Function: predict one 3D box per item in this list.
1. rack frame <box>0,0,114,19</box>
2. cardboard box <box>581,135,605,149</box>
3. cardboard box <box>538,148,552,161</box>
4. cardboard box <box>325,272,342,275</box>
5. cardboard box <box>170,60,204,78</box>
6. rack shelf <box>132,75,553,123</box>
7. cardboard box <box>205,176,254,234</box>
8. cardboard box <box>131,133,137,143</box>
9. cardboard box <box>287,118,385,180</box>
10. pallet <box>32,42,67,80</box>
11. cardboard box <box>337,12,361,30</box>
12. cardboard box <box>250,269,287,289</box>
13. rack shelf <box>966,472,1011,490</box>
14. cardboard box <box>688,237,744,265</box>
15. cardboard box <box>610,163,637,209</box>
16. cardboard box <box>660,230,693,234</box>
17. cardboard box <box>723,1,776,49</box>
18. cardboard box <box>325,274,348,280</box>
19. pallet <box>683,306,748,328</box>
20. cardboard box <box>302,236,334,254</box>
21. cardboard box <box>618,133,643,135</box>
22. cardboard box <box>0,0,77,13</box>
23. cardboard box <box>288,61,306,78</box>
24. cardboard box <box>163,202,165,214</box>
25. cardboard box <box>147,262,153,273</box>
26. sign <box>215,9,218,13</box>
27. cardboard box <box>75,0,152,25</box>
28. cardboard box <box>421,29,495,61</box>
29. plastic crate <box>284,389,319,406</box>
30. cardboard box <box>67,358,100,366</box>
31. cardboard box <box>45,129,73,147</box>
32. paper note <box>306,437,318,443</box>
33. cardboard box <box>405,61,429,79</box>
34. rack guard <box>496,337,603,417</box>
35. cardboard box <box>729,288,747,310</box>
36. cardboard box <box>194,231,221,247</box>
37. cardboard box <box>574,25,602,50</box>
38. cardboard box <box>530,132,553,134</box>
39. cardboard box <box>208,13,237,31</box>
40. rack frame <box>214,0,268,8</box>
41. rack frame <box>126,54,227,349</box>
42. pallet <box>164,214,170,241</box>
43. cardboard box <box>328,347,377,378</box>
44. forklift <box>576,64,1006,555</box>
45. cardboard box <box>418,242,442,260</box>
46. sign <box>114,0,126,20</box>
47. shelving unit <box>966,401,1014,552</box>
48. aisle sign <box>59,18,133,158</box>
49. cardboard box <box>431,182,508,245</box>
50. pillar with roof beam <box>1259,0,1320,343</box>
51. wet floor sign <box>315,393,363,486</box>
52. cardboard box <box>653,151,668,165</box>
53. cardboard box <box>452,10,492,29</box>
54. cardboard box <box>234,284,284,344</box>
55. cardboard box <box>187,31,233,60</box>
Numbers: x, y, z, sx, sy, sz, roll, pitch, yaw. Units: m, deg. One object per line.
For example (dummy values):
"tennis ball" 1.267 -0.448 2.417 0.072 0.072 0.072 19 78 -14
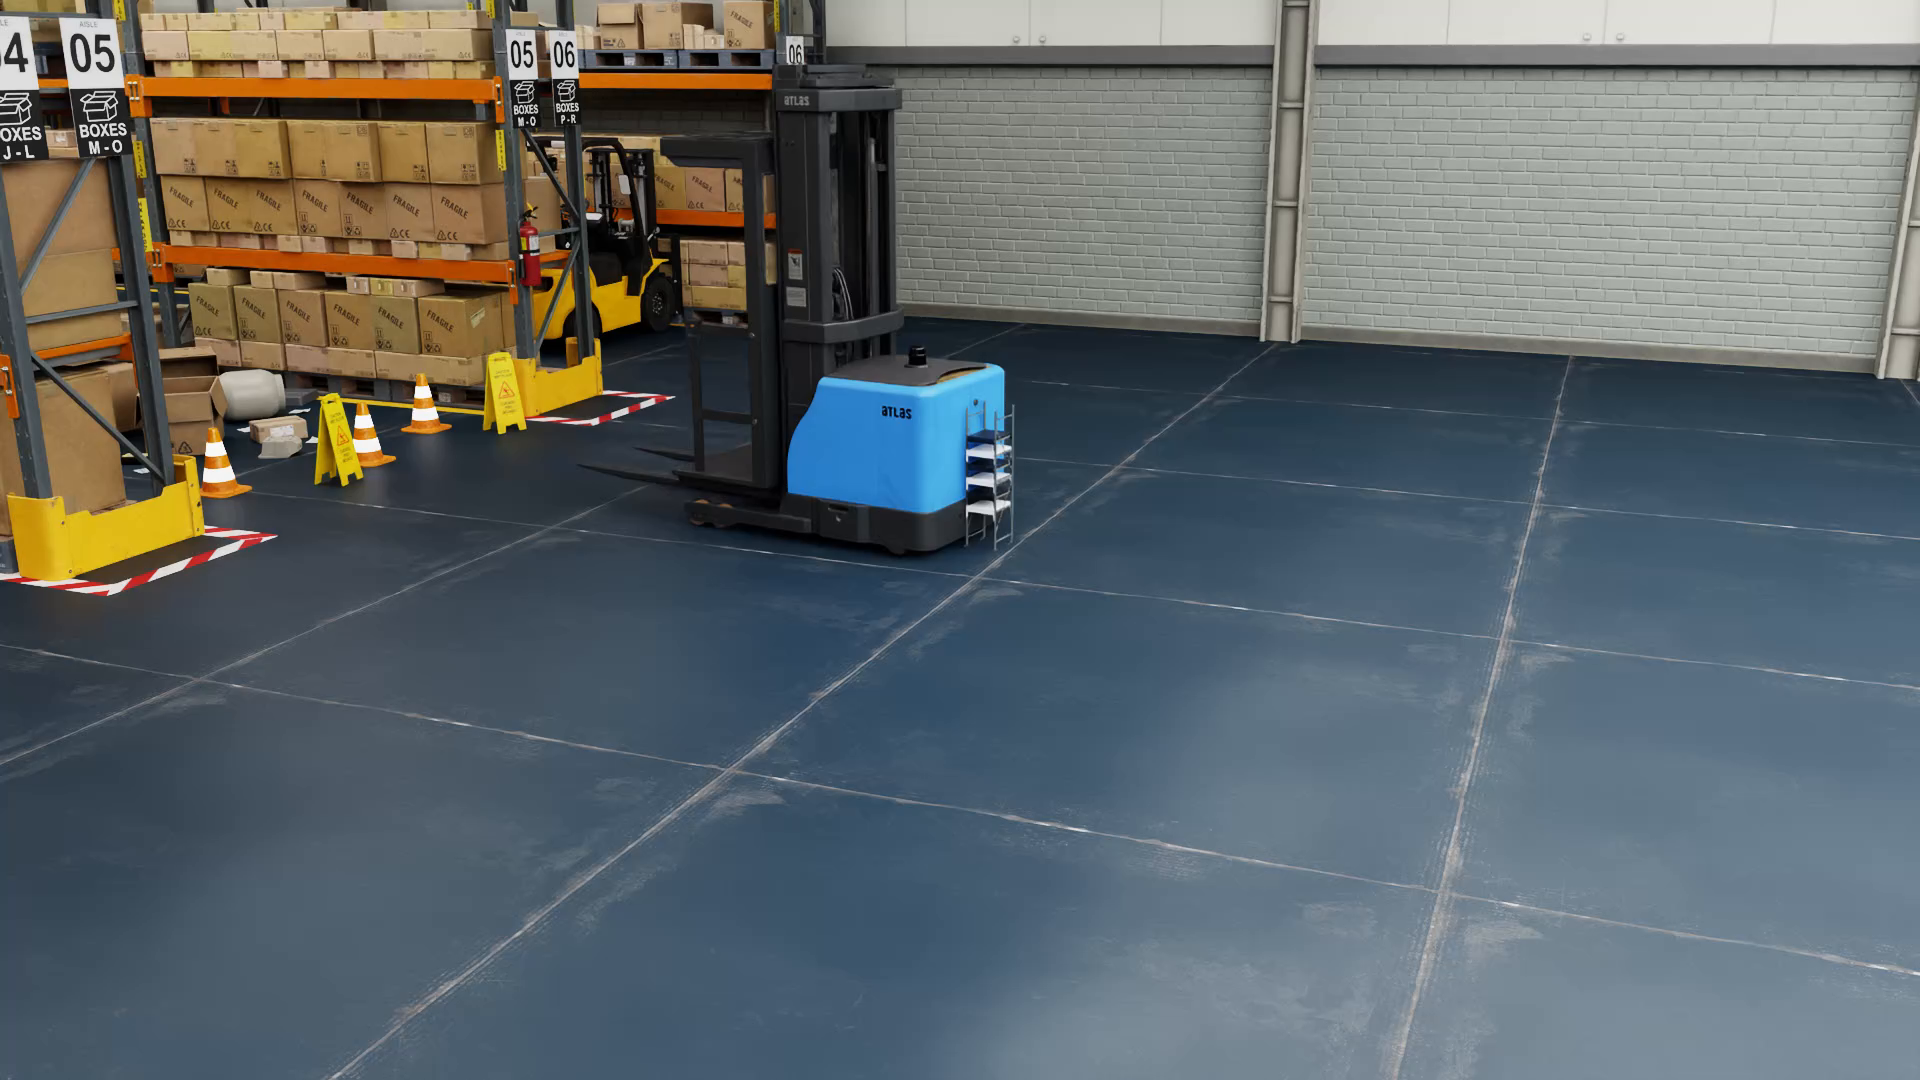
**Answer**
"rack frame" -5.293 -4.242 9.146 0.127 3.000 1.000 6 17 21
"cardboard box" -4.317 -4.646 19.419 0.250 0.149 0.380 6 17 20
"cardboard box" -4.780 -4.565 19.677 0.250 0.149 0.380 6 17 21
"cardboard box" -8.010 -3.691 21.512 0.625 0.625 0.875 7 18 22
"cardboard box" -6.870 -4.247 14.993 0.250 0.149 0.380 6 17 21
"rack shelf" -5.432 -3.955 14.827 4.000 0.370 1.077 6 17 21
"cardboard box" -6.510 -3.093 15.234 0.500 0.500 0.500 6 17 20
"cardboard box" -10.782 -5.132 22.032 0.637 0.503 0.797 6 17 19
"cardboard box" -5.520 -3.488 14.803 0.500 0.500 0.700 6 17 20
"pallet" -5.987 -2.832 9.829 1.213 0.211 1.003 6 17 21
"cardboard box" -5.140 -4.474 14.344 0.250 0.149 0.380 6 17 19
"cardboard box" -6.269 -2.407 15.253 0.250 0.149 0.380 7 18 23
"rack shelf" 0.187 -0.368 10.446 0.200 0.077 0.258 9 19 29
"cardboard box" -2.773 -3.321 19.120 0.500 0.250 0.500 7 17 22
"cardboard box" -3.735 -4.130 19.339 0.500 0.500 0.500 6 17 21
"cardboard box" -3.533 -3.561 19.945 0.500 0.250 0.500 6 17 20
"cardboard box" -2.255 -5.663 18.309 0.500 0.500 0.500 7 18 22
"cardboard box" -6.170 -2.263 15.923 0.500 0.500 0.500 7 17 22
"pallet" -2.480 -2.671 19.497 1.213 0.211 1.003 6 17 21
"cardboard box" -5.686 -2.677 14.964 0.250 0.149 0.380 6 17 20
"cardboard box" -3.887 -4.761 19.817 0.250 0.149 0.380 6 17 20
"cardboard box" -5.648 -3.238 9.870 0.500 0.250 0.500 6 17 21
"cardboard box" -5.656 -4.131 14.592 0.250 0.149 0.380 6 17 21
"cardboard box" -7.690 -3.284 16.303 0.250 0.149 0.380 7 17 21
"cardboard box" -10.617 -3.857 22.309 0.500 0.500 0.500 7 18 23
"sign" -7.100 -4.895 15.847 0.005 0.325 0.100 6 17 21
"cardboard box" -7.878 -4.901 15.414 0.500 0.250 0.500 7 17 22
"cardboard box" -4.146 -4.149 13.941 0.500 0.250 0.500 6 17 20
"plastic crate" -6.133 -1.289 14.971 0.583 0.080 0.402 0 16 1
"cardboard box" -7.917 -1.763 14.492 0.500 0.500 0.500 6 17 21
"cardboard box" -8.714 -3.846 15.913 0.250 0.149 0.380 6 17 18
"paper note" -5.181 -0.810 13.409 0.142 0.019 0.148 0 16 1
"cardboard box" -4.484 -3.992 14.115 0.250 0.149 0.380 7 18 22
"rack guard" -3.642 -1.463 14.815 0.348 0.500 1.175 6 17 21
"cardboard box" -2.306 -2.790 19.084 0.500 0.250 0.500 6 17 21
"cardboard box" -6.863 -2.816 15.444 0.250 0.149 0.380 7 18 22
"cardboard box" -4.205 -5.747 19.019 0.258 0.266 0.396 6 17 19
"cardboard box" -5.067 -4.900 20.297 0.250 0.149 0.380 6 17 21
"cardboard box" -6.389 -4.568 14.670 0.250 0.149 0.380 6 17 20
"rack frame" -9.195 -7.643 20.858 0.127 3.000 1.000 6 17 21
"rack frame" -7.292 -3.065 15.850 0.127 3.000 1.000 6 17 21
"pallet" -7.950 -3.088 16.276 1.213 0.211 1.003 6 17 21
"cardboard box" -5.390 -1.657 15.178 0.500 0.250 0.500 6 17 19
"forklift" -1.231 -1.597 10.917 3.031 2.935 1.130 9 19 29
"cardboard box" -4.505 -2.546 14.515 0.250 0.149 0.380 6 17 20
"sign" -7.493 -4.798 14.807 0.005 0.325 0.100 6 17 21
"shelving unit" 0.187 -0.400 10.436 0.210 0.900 0.258 9 19 29
"aisle sign" -5.117 -2.680 9.863 0.004 0.787 0.394 6 17 21
"cardboard box" -4.177 -2.830 14.330 0.500 0.500 0.500 6 17 20
"pillar with roof beam" 1.932 -5.399 13.130 0.400 9.000 9.100 6 17 21
"wet floor sign" -4.540 -0.741 12.069 0.232 0.644 0.267 3 17 11
"cardboard box" -3.381 -4.390 19.073 0.250 0.149 0.380 6 17 21
"cardboard box" -3.994 -4.316 13.801 0.250 0.149 0.380 6 17 21
"cardboard box" -6.340 -2.124 15.443 0.500 0.500 0.500 7 18 23
"cardboard box" -6.500 -4.410 14.838 0.500 0.250 0.500 6 17 20
